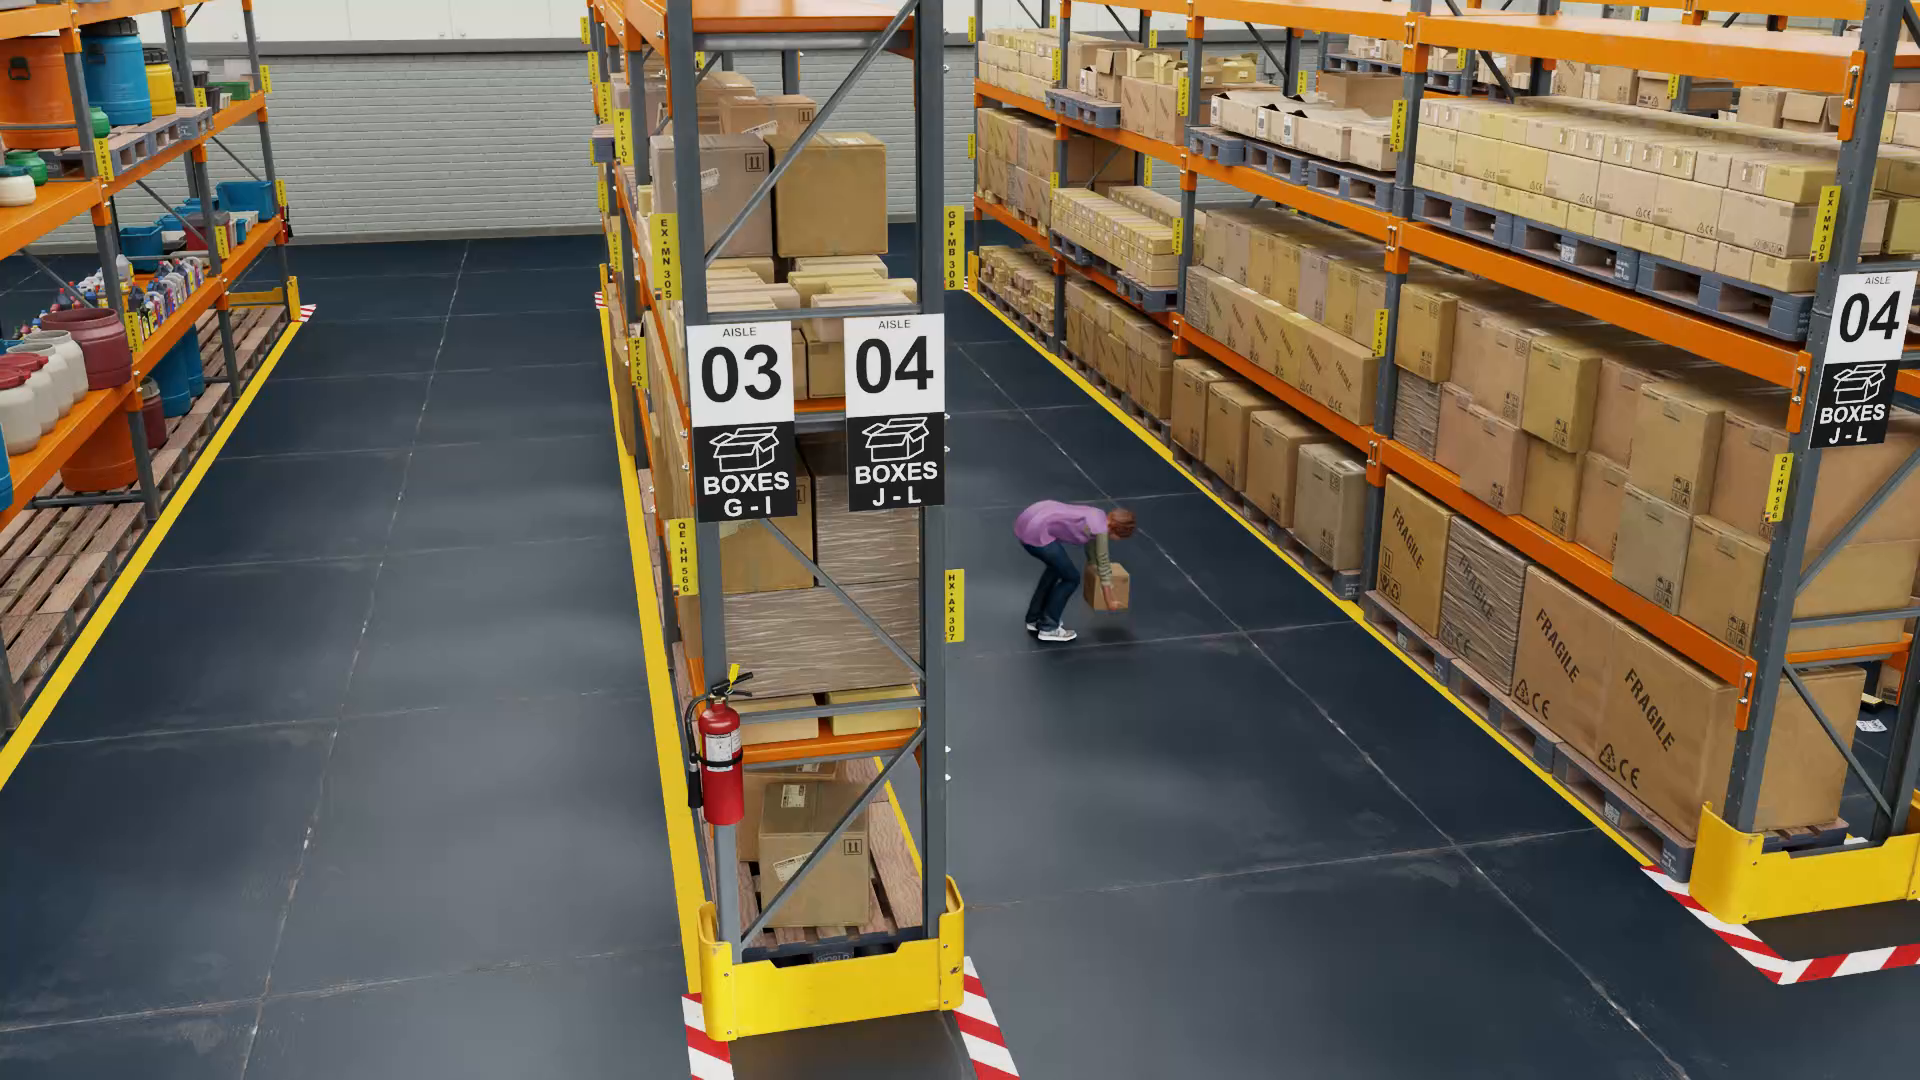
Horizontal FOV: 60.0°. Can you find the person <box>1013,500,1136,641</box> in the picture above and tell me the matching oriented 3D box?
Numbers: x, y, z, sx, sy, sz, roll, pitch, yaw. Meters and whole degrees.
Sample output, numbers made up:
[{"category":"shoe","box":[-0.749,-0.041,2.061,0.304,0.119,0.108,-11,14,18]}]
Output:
[{"category":"person","box":[0.792,0.188,11.488,0.869,0.970,0.402,-5,21,-15]}]
